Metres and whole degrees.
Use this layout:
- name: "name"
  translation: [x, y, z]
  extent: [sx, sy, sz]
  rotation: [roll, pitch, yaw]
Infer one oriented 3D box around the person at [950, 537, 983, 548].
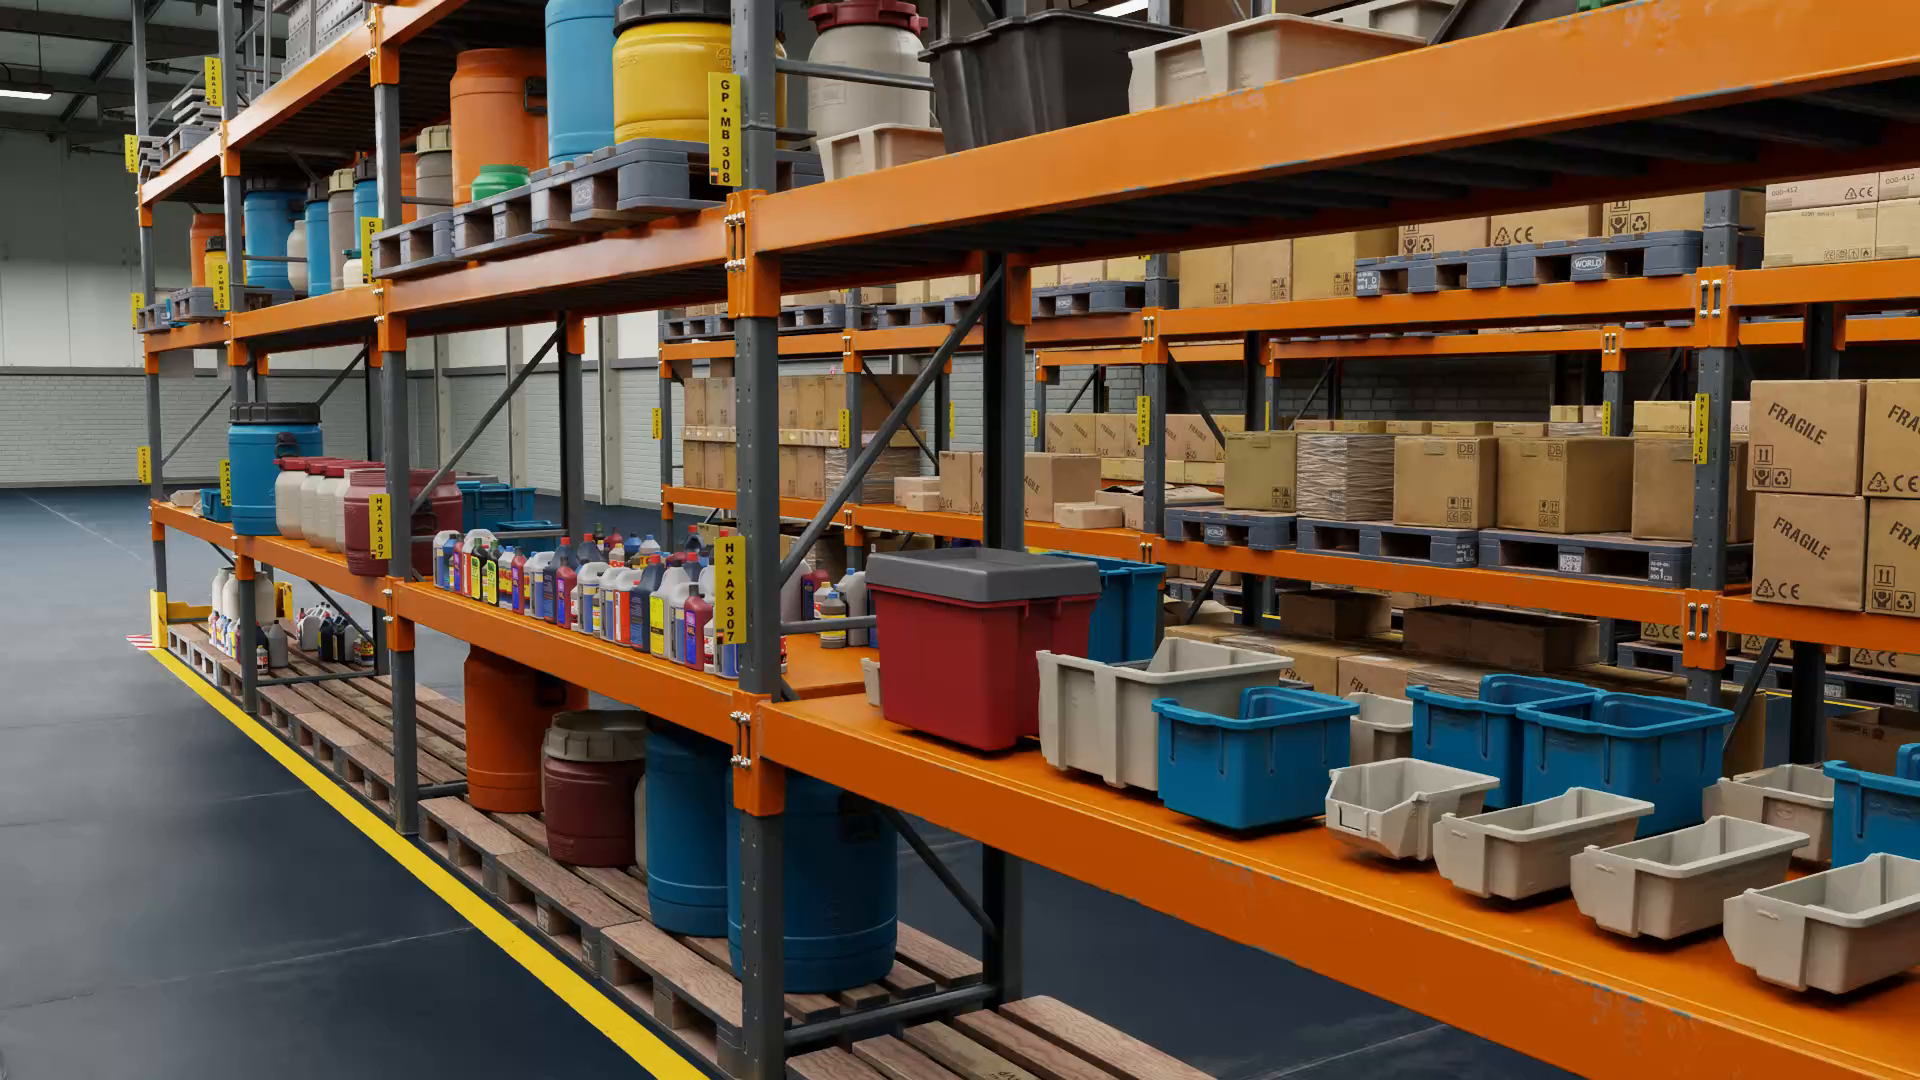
- name: "person"
  translation: [0.013, -0.009, 16.740]
  extent: [0.537, 1.651, 0.374]
  rotation: [-3, 6, -33]
